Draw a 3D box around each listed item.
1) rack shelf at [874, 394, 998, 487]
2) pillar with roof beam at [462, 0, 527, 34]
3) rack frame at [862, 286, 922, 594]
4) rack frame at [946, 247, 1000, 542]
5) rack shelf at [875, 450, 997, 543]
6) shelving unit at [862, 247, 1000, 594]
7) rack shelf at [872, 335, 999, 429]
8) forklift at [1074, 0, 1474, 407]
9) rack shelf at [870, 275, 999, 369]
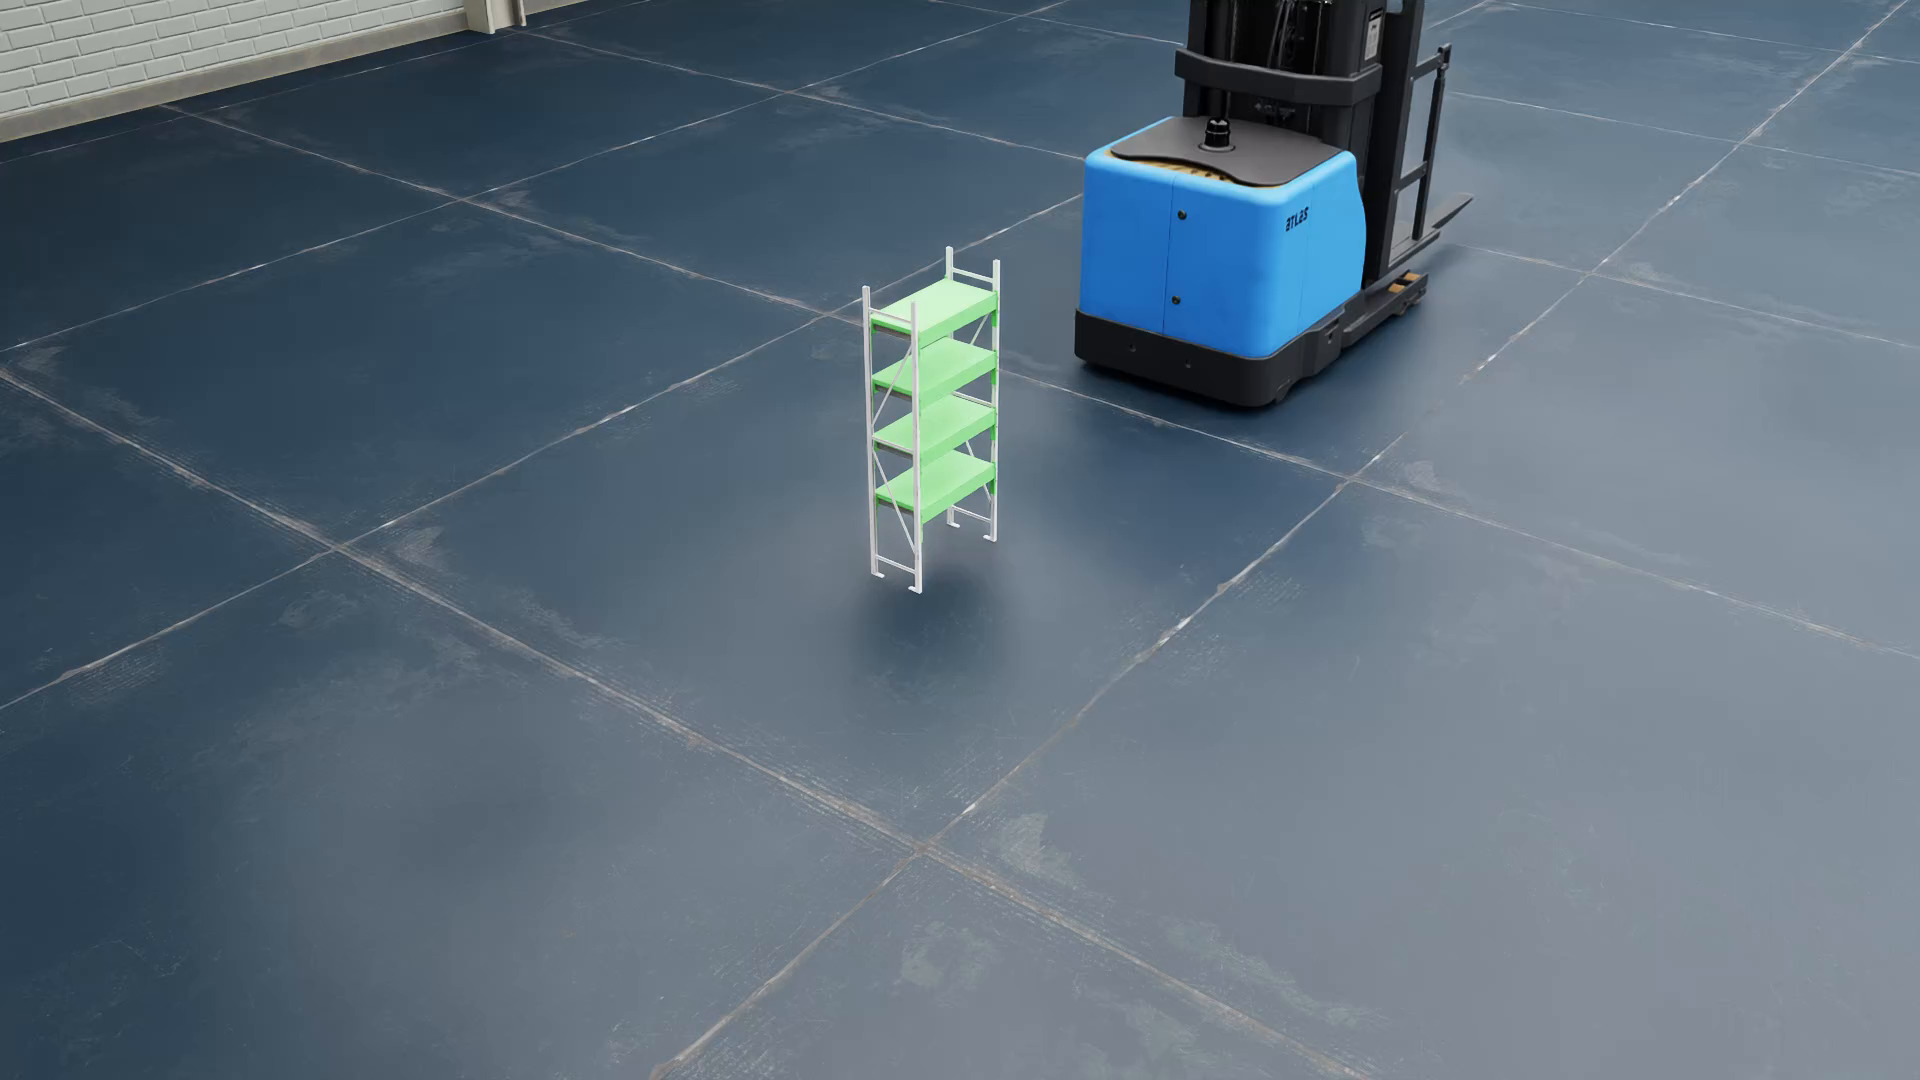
[{"bbox_3d":[-0.100,-0.394,6.363,0.258,0.148,0.480,21,37,31],"label":"rack shelf"},{"bbox_3d":[-0.492,-6.894,9.556,9.100,9.000,0.400,21,37,31],"label":"pillar with roof beam"},{"bbox_3d":[-0.247,-0.350,6.163,0.240,1.200,0.015,21,37,31],"label":"rack frame"},{"bbox_3d":[0.047,-0.548,6.498,0.240,1.200,0.015,21,37,31],"label":"rack frame"},{"bbox_3d":[-0.100,-0.187,6.486,0.258,0.148,0.480,21,37,31],"label":"rack shelf"},{"bbox_3d":[-0.100,-0.449,6.331,0.258,1.200,0.503,21,37,31],"label":"shelving unit"},{"bbox_3d":[-0.100,-0.600,6.241,0.258,0.148,0.480,21,37,31],"label":"rack shelf"},{"bbox_3d":[1.837,-2.569,8.210,1.130,2.935,3.031,21,36,31],"label":"forklift"},{"bbox_3d":[-0.100,-0.807,6.118,0.258,0.148,0.480,21,37,31],"label":"rack shelf"}]
